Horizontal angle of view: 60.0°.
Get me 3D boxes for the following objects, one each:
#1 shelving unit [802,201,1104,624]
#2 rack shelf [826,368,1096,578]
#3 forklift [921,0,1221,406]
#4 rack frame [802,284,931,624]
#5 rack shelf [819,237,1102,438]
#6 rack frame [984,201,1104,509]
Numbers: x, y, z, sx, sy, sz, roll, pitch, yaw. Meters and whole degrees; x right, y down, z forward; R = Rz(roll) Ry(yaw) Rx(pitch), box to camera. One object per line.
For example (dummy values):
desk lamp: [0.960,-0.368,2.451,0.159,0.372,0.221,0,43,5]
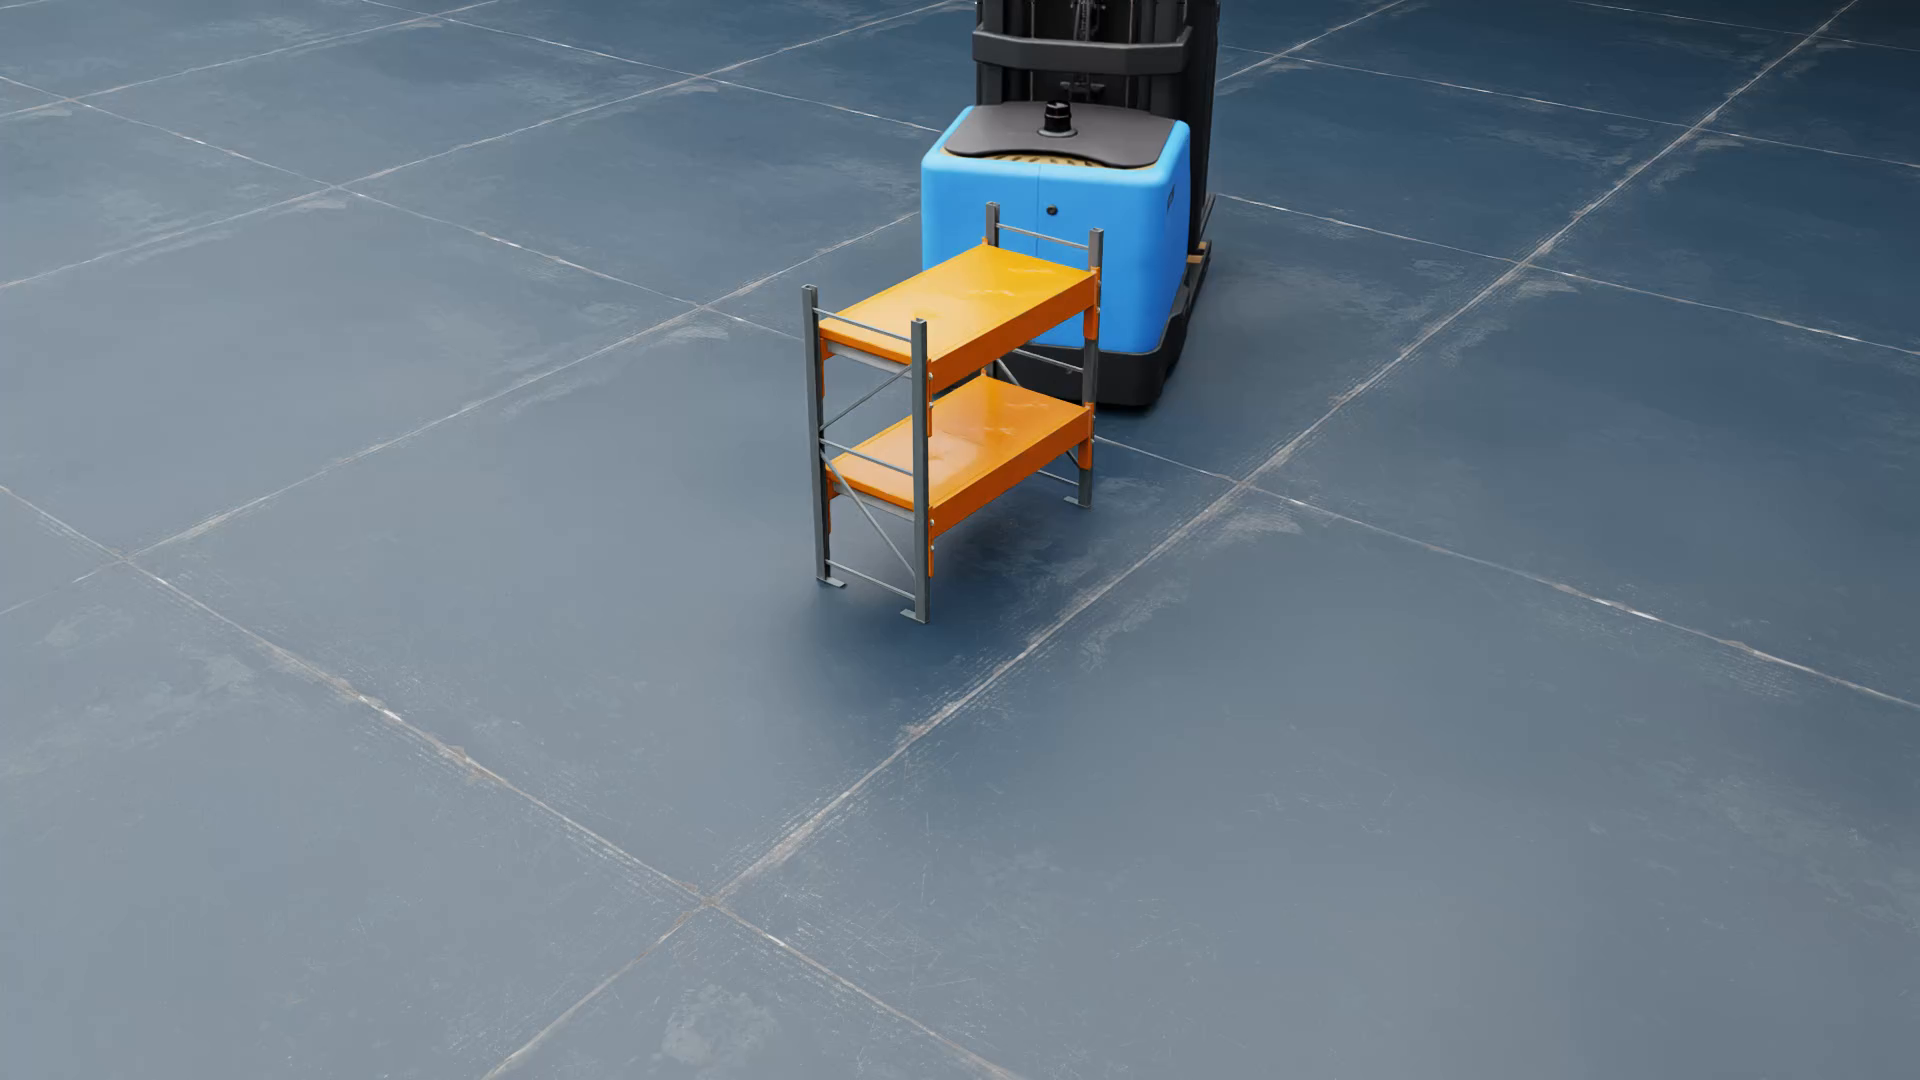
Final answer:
shelving unit: [-0.004,-0.481,5.959,0.538,1.125,1.048,21,37,31]
rack shelf: [-0.004,-0.271,6.083,0.538,0.278,1.000,21,37,31]
forklift: [0.675,-2.570,7.712,1.130,2.935,3.031,7,31,12]
rack frame: [-0.311,-0.275,5.610,0.500,1.125,0.032,21,37,31]
rack shelf: [-0.004,-0.733,5.809,0.538,0.278,1.000,21,37,31]
rack frame: [0.303,-0.688,6.307,0.500,1.125,0.032,21,37,31]
